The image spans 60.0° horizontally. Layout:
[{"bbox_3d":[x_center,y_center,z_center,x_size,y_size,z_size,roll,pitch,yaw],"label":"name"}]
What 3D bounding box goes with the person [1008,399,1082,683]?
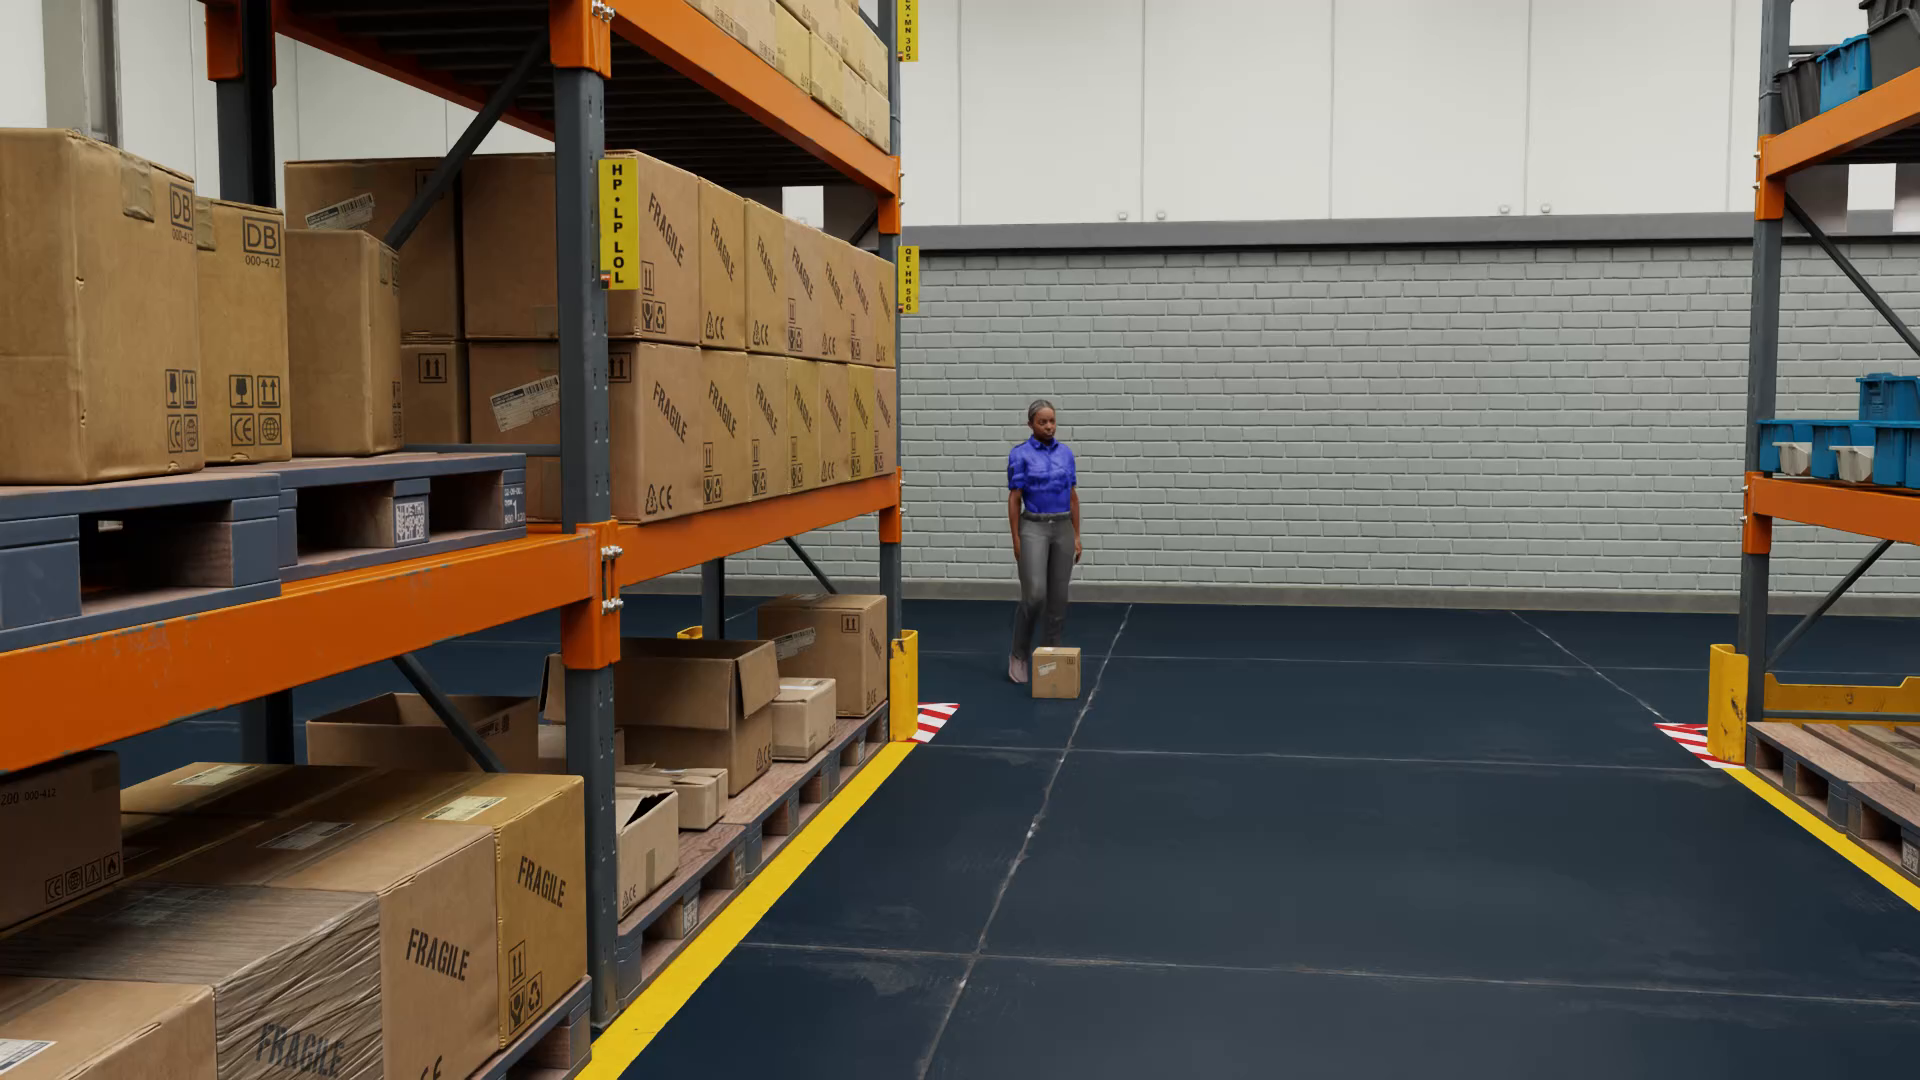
[{"bbox_3d":[0.512,0.015,9.885,0.513,1.700,0.374,-2,5,-27],"label":"person"}]
